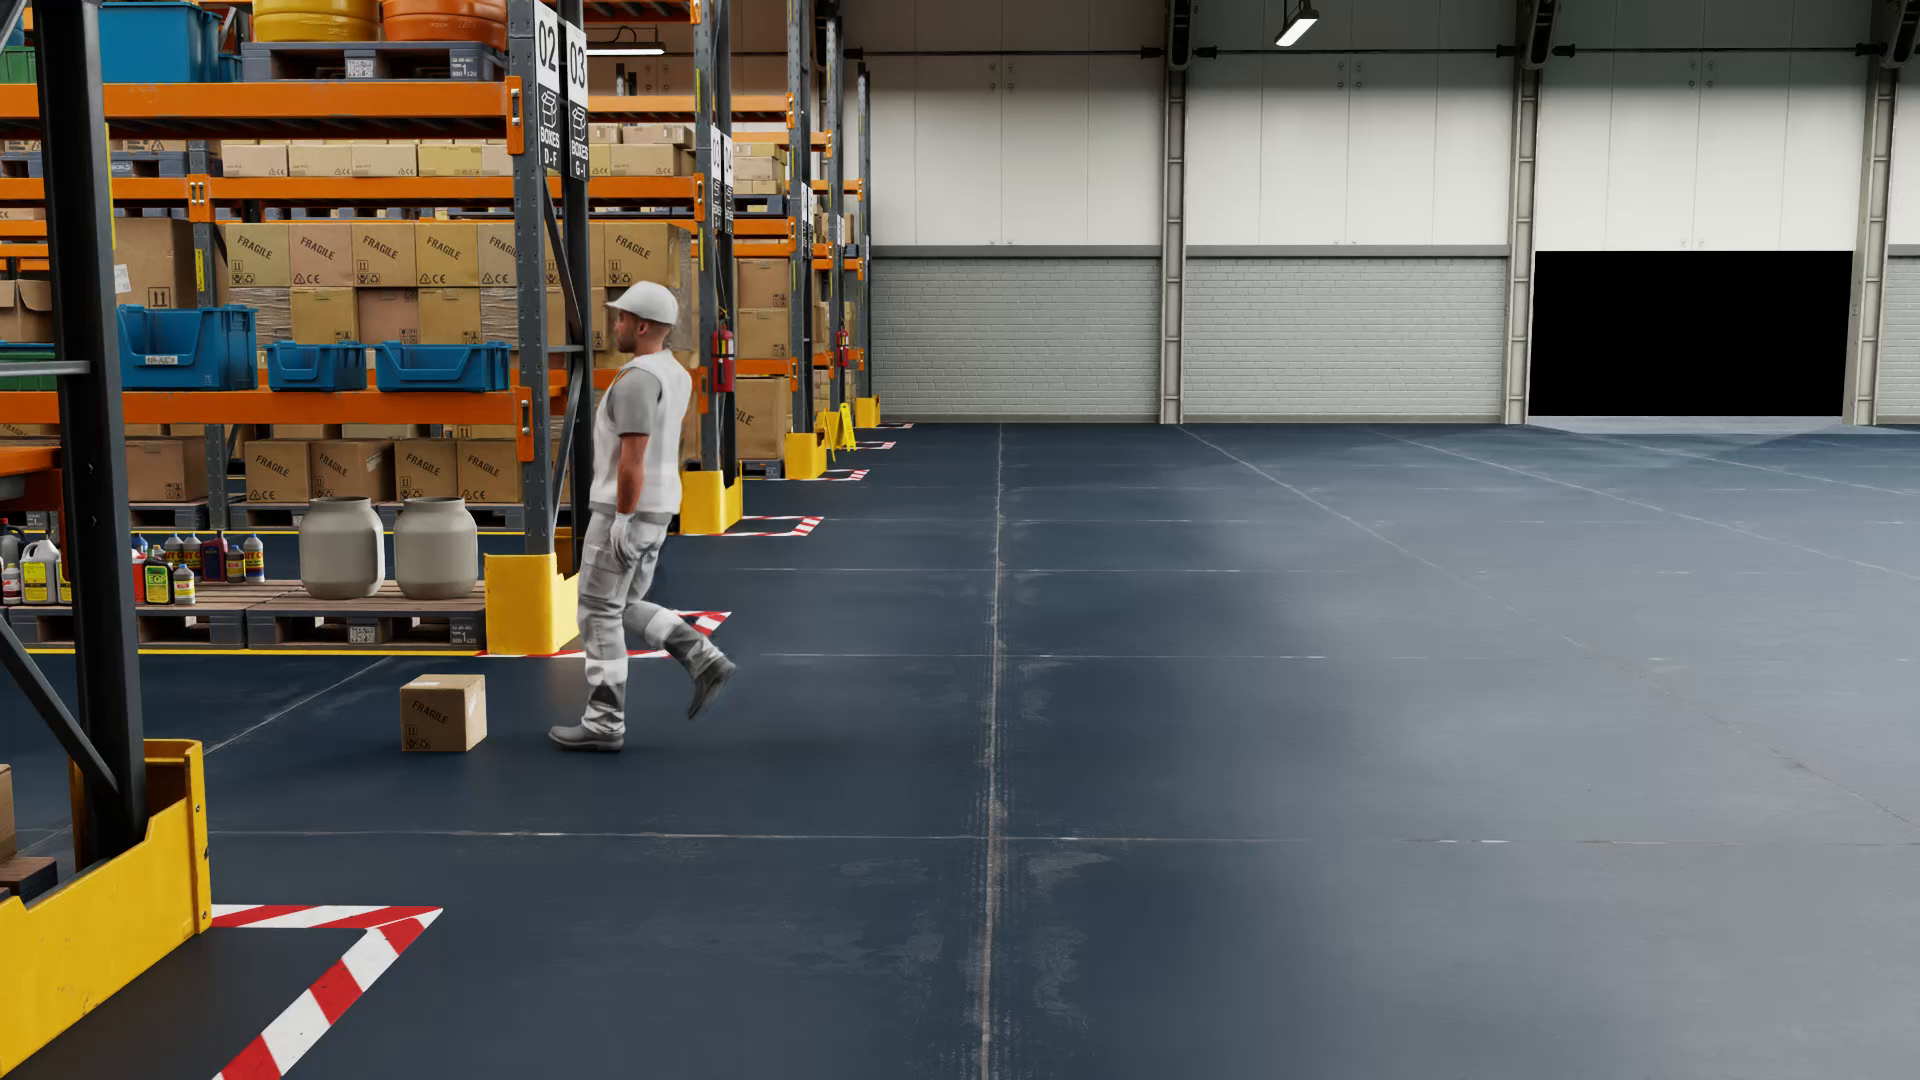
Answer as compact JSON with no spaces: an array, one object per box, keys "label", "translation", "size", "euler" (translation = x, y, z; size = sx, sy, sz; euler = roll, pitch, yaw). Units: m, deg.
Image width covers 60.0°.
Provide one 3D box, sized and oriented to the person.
[{"label":"person","translation":[-1.228,-0.095,6.362],"size":[0.692,1.772,0.554],"euler":[1,7,10]}]
